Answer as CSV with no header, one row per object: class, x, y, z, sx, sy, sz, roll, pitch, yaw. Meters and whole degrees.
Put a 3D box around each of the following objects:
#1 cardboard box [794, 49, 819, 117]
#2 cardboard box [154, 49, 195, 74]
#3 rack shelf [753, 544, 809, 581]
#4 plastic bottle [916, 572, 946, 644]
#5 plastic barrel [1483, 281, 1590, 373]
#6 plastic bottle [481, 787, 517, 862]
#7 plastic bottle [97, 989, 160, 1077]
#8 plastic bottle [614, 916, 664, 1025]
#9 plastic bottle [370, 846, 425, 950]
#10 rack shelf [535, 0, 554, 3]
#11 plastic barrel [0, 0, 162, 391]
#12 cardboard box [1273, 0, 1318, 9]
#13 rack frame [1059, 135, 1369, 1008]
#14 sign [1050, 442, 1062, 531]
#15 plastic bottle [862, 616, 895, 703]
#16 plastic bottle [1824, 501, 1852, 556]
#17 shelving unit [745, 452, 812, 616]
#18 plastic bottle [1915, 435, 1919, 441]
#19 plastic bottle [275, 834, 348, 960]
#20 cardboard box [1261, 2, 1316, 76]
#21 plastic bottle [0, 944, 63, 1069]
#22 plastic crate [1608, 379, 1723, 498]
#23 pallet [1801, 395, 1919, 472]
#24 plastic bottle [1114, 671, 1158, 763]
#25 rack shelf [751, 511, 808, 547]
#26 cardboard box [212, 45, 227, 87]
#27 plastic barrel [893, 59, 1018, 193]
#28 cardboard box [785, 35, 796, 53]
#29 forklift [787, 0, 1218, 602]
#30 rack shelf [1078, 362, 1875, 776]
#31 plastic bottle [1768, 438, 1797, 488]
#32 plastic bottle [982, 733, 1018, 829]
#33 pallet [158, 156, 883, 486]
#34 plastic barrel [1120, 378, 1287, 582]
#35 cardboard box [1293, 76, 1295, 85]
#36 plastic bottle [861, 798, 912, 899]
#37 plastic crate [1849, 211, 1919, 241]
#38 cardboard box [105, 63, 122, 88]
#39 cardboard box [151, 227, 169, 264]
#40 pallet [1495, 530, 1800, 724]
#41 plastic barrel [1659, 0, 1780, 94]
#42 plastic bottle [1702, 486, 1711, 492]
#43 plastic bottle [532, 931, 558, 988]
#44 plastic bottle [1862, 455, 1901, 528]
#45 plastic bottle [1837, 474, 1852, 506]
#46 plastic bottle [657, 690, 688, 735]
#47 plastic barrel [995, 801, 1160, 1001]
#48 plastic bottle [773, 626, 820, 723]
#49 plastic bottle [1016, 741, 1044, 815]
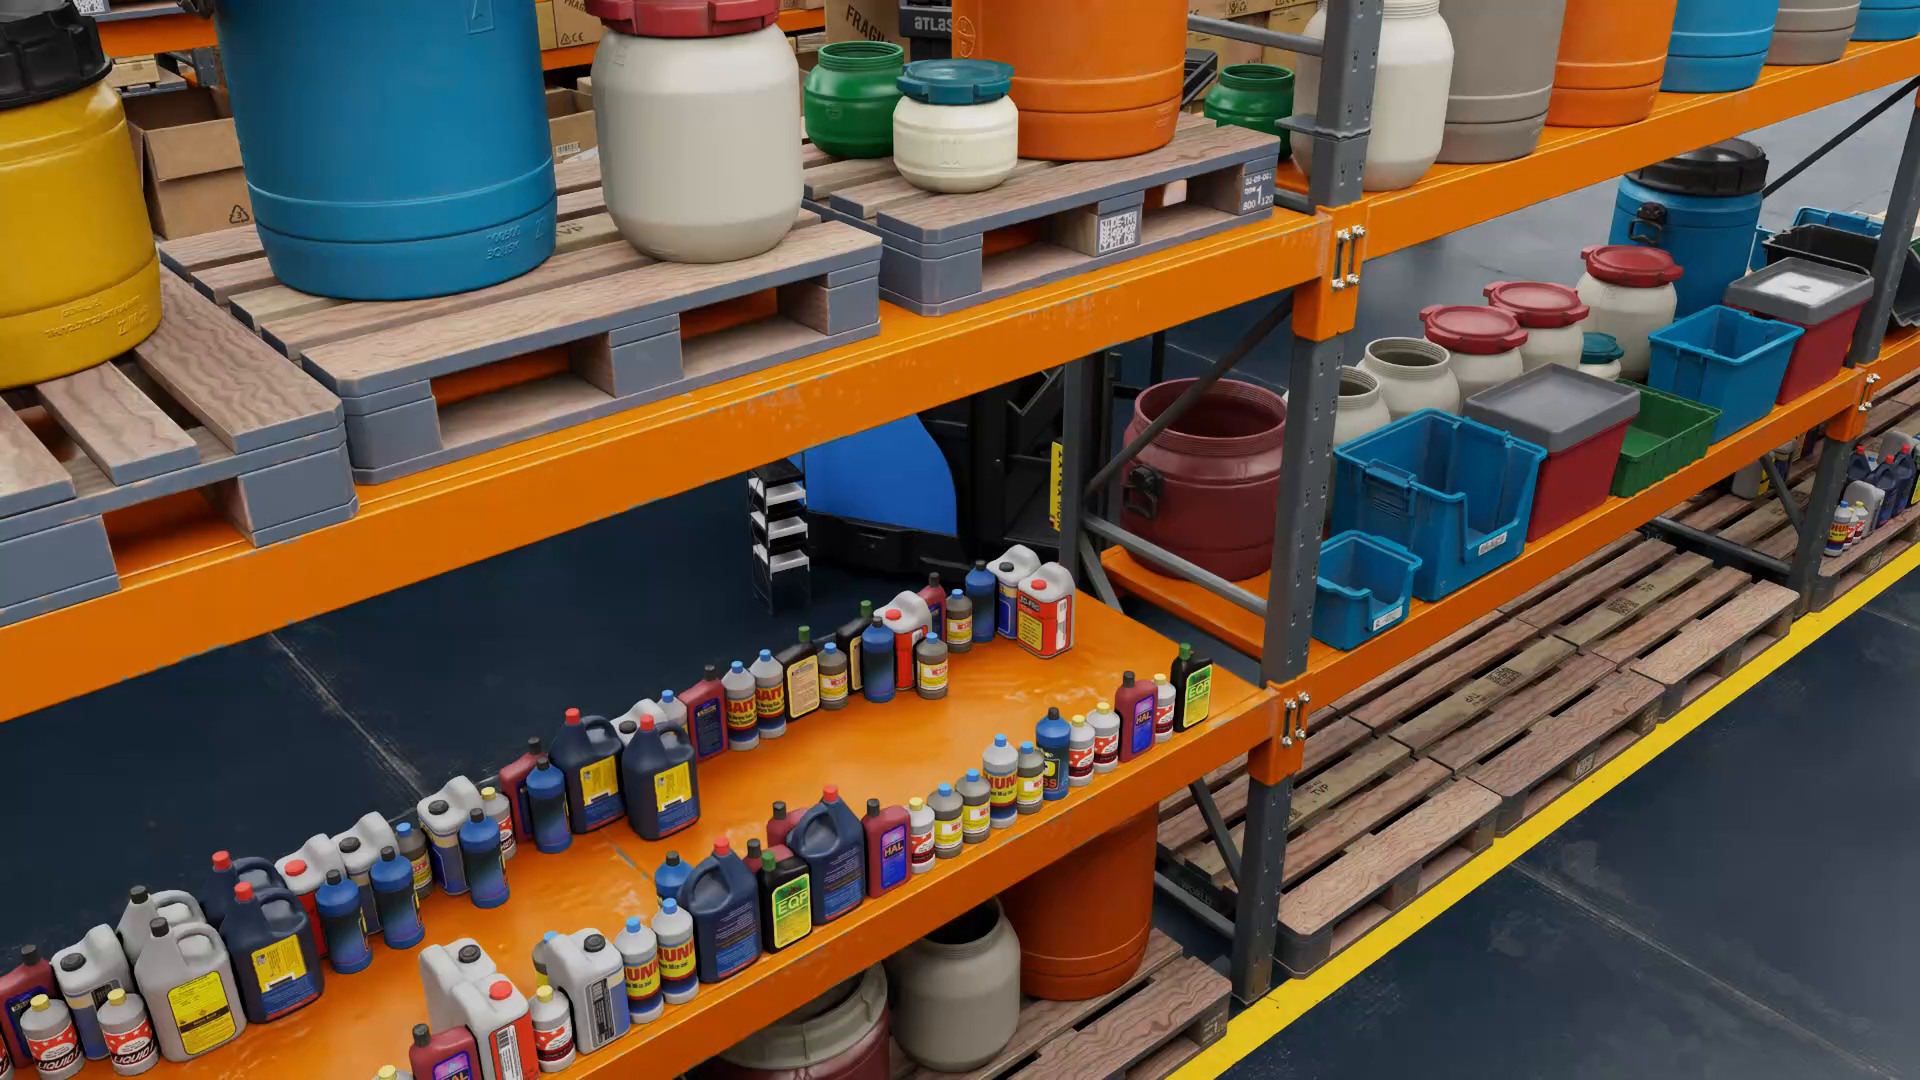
cardboard box,-0.720,-2.575,9.830,0.637,0.503,0.797,-18,33,-30
cardboard box,-7.944,-4.661,16.632,0.625,0.372,0.950,-23,36,-36
rack shelf,-0.875,0.087,8.085,0.200,0.077,0.258,-14,31,-25
plastic bottle,-0.108,0.244,5.234,0.133,0.283,0.061,-22,35,-35
plastic barrel,2.325,-0.753,6.832,0.433,0.535,0.433,0,28,0
plastic bottle,-1.232,0.744,4.387,0.097,0.201,0.097,0,28,0
plastic bottle,-1.869,1.094,3.731,0.097,0.201,0.097,0,28,0
plastic bottle,-0.746,0.988,3.856,0.097,0.271,0.097,0,28,0
plastic bottle,-1.383,0.868,4.080,0.097,0.271,0.097,0,28,0
rack shelf,-0.983,-3.301,9.325,4.000,0.370,1.077,-22,35,-35
plastic barrel,-1.770,-0.627,2.913,0.600,0.588,0.600,0,28,0
cardboard box,2.179,-4.033,11.632,0.500,0.500,0.500,-22,35,-35
rack frame,0.710,0.092,5.395,0.127,3.000,1.000,-22,35,-35
sign,0.348,-0.175,5.721,0.005,0.325,0.100,-22,35,-35
plastic bottle,-0.247,0.355,5.041,0.097,0.271,0.097,0,28,0
plastic bottle,4.280,-0.062,8.112,0.097,0.271,0.097,0,28,0
shelving unit,-0.875,-0.101,7.984,0.210,0.900,0.258,-14,31,-25
plastic bottle,5.134,-0.464,8.938,0.097,0.201,0.097,0,28,0
plastic bottle,-1.581,0.868,4.075,0.135,0.276,0.152,-22,35,-35
cardboard box,2.047,-3.666,12.005,0.500,0.500,0.875,-22,35,-35
plastic bottle,-2.096,1.044,3.738,0.133,0.283,0.061,-22,35,-35
plastic crate,2.612,-0.404,6.548,0.662,0.188,0.450,-22,35,-35
pallet,5.220,-0.467,9.400,1.213,0.211,1.003,-22,35,-35
plastic bottle,0.504,0.491,4.772,0.133,0.283,0.061,-22,35,-35
rack shelf,-0.875,-0.072,8.000,0.200,0.077,0.258,-14,31,-25
cardboard box,-5.130,-3.578,12.156,0.500,0.500,0.500,-21,35,-34
plastic barrel,-0.010,-0.974,3.909,0.301,0.262,0.301,0,28,0
cardboard box,-2.080,-4.132,15.108,0.875,0.875,0.875,-21,35,-34
forklift,0.584,-1.191,7.870,3.031,2.935,1.130,10,30,18
rack shelf,2.232,-0.202,6.709,4.000,0.370,1.077,-22,35,-35
plastic bottle,4.318,-0.438,8.810,0.135,0.276,0.152,-22,35,-35
plastic bottle,0.108,0.644,4.499,0.097,0.271,0.097,0,28,0
pallet,-0.939,-0.547,3.608,1.213,0.211,1.003,-22,35,-35
plastic barrel,0.867,-0.218,5.832,0.708,0.536,0.600,-22,35,-35
cardboard box,2.191,-3.311,12.029,0.250,0.149,0.380,-22,35,-35
plastic bottle,-0.190,0.770,4.250,0.133,0.283,0.061,-22,35,-35
plastic crate,4.824,-1.603,8.846,0.437,0.136,0.530,-22,35,-35
cardboard box,-5.914,-3.176,11.332,0.250,0.149,0.380,-22,35,-35
cardboard box,-3.495,-1.178,7.665,0.500,0.500,0.500,-23,36,-36
pallet,3.181,0.353,7.866,1.213,0.211,1.003,-22,35,-35
plastic barrel,2.512,-2.042,5.674,0.708,0.901,0.600,-22,35,-35
plastic bottle,3.905,-0.393,8.718,0.133,0.283,0.061,-20,34,-33
plastic bottle,-0.947,1.005,3.897,0.097,0.201,0.097,0,28,0
plastic bottle,4.637,-0.255,8.389,0.185,0.351,0.144,-21,34,-34
plastic bottle,4.439,-0.214,8.384,0.133,0.283,0.061,-22,35,-35
plastic bottle,-0.813,0.544,4.685,0.097,0.271,0.097,0,28,0
plastic barrel,0.349,1.020,5.516,0.708,0.830,0.600,-22,35,-35
plastic bottle,-0.488,0.397,4.948,0.133,0.283,0.061,-22,35,-35
plastic bottle,0.182,0.645,4.571,0.097,0.201,0.097,0,28,0
